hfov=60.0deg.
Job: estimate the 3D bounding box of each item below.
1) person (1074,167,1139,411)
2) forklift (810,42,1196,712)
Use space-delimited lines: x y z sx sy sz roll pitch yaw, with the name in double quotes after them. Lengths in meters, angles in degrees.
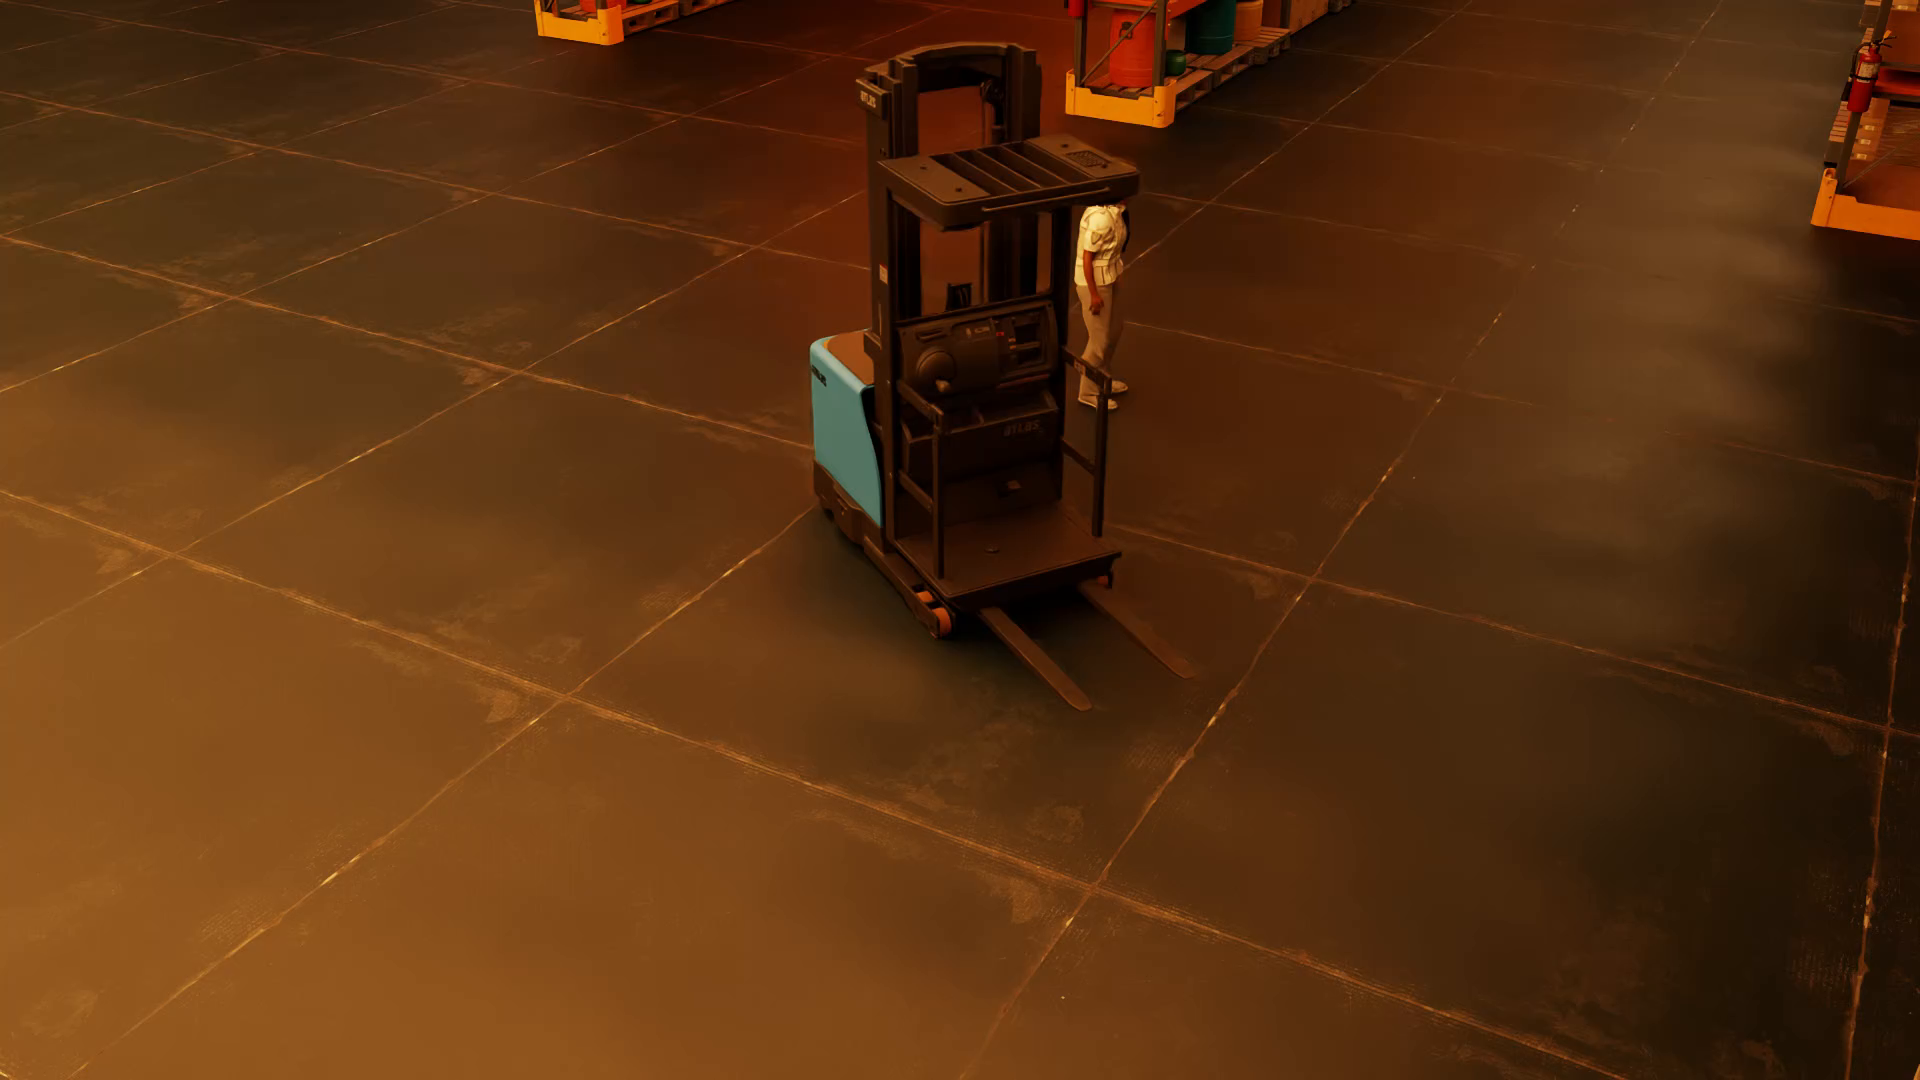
0.988 -1.745 11.373 0.390 1.656 0.522 12 32 20 "person"
0.206 -0.989 8.785 1.130 2.935 3.031 -14 33 -23 "forklift"
